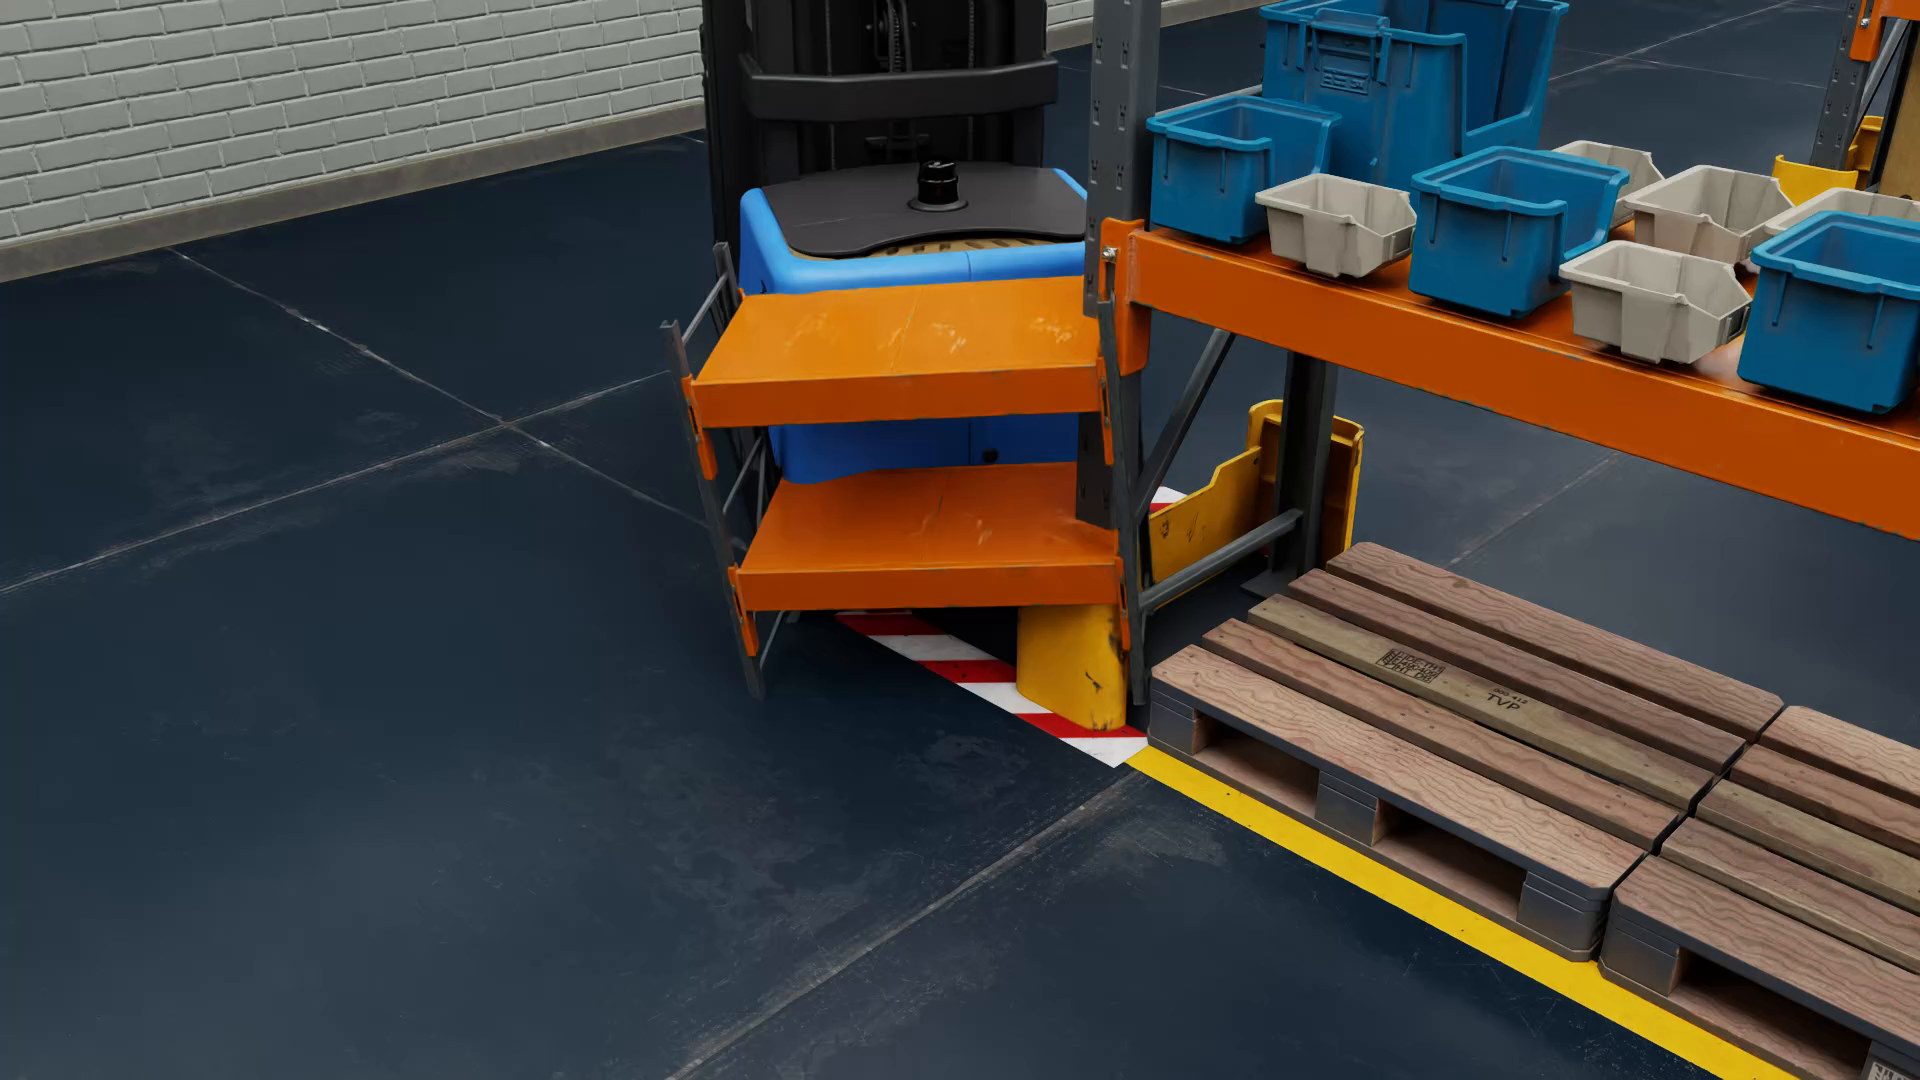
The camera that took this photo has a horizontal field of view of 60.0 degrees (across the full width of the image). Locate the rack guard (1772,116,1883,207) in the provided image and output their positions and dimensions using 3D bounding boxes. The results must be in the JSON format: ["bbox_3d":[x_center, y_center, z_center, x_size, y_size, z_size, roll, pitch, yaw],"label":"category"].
[{"bbox_3d":[4.139,-1.609,7.773,0.348,0.500,1.175,25,36,38],"label":"rack guard"}]

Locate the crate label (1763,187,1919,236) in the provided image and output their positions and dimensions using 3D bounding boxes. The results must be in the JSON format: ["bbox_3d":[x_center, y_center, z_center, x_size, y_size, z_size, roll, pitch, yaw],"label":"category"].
[{"bbox_3d":[1.804,-0.586,3.360,0.243,0.136,0.396,25,36,38],"label":"crate label"}]

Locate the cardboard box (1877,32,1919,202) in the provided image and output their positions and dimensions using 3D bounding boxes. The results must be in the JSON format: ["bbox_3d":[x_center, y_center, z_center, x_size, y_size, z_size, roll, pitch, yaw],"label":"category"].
[{"bbox_3d":[4.668,-1.771,7.226,0.875,0.875,0.875,25,36,38],"label":"cardboard box"}]

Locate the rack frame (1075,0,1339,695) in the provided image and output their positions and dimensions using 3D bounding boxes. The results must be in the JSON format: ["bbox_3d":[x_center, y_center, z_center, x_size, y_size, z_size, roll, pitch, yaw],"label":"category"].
[{"bbox_3d":[0.683,-1.064,4.050,0.127,3.000,1.000,25,36,38],"label":"rack frame"}]

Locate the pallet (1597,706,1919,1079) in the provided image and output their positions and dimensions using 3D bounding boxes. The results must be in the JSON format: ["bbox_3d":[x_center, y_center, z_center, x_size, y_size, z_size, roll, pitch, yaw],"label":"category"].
[{"bbox_3d":[2.110,0.850,3.406,1.213,0.211,1.003,25,36,38],"label":"pallet"}]

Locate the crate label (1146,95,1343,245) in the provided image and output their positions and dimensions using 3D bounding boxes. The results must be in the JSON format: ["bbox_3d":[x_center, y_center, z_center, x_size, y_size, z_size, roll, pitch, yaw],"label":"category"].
[{"bbox_3d":[0.629,-0.827,3.714,0.303,0.233,0.416,25,36,38],"label":"crate label"}]

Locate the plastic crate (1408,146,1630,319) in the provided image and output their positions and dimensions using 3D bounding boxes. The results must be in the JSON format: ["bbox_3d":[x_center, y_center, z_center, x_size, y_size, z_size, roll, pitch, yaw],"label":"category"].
[{"bbox_3d":[1.098,-0.612,3.306,0.300,0.233,0.416,25,36,38],"label":"plastic crate"}]

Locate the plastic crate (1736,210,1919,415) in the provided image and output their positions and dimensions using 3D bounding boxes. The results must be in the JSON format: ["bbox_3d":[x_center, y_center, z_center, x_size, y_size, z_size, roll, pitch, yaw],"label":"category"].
[{"bbox_3d":[1.568,-0.397,2.897,0.300,0.233,0.416,25,36,38],"label":"plastic crate"}]

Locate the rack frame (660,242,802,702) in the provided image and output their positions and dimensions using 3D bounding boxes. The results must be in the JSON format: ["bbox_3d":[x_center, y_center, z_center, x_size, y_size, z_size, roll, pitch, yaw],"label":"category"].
[{"bbox_3d":[-0.574,-0.155,4.354,0.032,1.125,0.500,-2,33,11],"label":"rack frame"}]

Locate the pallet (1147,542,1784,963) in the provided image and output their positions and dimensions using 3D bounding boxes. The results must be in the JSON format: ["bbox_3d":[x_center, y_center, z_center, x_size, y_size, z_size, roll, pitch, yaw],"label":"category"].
[{"bbox_3d":[1.244,0.452,4.163,1.213,0.211,1.003,25,36,38],"label":"pallet"}]

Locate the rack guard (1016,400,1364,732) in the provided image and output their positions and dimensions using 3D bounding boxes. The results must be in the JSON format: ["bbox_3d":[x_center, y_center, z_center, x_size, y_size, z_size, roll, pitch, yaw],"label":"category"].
[{"bbox_3d":[0.657,0.039,4.639,0.348,0.500,1.175,25,36,38],"label":"rack guard"}]

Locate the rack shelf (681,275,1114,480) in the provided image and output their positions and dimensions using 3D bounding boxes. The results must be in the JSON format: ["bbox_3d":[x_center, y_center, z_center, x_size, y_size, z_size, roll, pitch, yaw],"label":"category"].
[{"bbox_3d":[-0.112,-0.416,4.102,1.000,0.278,0.538,-2,33,11],"label":"rack shelf"}]

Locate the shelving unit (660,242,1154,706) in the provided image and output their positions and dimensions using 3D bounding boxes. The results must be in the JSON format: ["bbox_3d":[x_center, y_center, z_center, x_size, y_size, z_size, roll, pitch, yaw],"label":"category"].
[{"bbox_3d":[-0.075,-0.170,4.257,1.048,1.125,0.538,-2,33,11],"label":"shelving unit"}]

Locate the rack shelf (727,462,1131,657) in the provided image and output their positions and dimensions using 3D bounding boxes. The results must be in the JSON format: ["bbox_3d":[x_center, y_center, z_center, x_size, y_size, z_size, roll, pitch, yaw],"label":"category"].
[{"bbox_3d":[-0.044,0.035,4.386,1.000,0.278,0.538,-2,33,11],"label":"rack shelf"}]

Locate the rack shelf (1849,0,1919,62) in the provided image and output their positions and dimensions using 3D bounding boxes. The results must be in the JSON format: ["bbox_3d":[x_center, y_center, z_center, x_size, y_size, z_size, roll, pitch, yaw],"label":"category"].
[{"bbox_3d":[5.582,-1.737,6.103,4.000,0.370,1.077,25,36,38],"label":"rack shelf"}]

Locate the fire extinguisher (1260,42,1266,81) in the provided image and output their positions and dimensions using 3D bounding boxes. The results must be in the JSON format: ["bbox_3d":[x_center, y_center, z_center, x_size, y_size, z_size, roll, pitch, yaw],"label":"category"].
[{"bbox_3d":[0.894,-1.065,4.536,0.183,0.674,0.296,25,36,38],"label":"fire extinguisher"}]

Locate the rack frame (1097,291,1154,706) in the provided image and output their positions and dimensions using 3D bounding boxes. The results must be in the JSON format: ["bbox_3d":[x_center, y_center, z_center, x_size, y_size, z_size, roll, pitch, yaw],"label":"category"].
[{"bbox_3d":[0.424,-0.184,4.160,0.032,1.125,0.500,-2,33,11],"label":"rack frame"}]

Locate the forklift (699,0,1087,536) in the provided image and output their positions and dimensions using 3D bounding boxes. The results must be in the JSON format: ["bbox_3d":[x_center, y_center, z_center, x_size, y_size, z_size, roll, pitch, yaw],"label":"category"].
[{"bbox_3d":[-0.321,-1.766,5.460,1.130,2.935,3.031,-6,28,-12],"label":"forklift"}]

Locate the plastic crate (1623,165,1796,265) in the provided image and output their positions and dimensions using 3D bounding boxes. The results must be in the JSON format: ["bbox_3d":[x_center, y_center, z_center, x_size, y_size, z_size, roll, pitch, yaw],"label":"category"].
[{"bbox_3d":[1.588,-0.668,3.517,0.243,0.136,0.396,25,36,38],"label":"plastic crate"}]

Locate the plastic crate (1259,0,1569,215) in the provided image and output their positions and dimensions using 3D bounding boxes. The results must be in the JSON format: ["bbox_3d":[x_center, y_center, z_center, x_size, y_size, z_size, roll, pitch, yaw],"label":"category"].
[{"bbox_3d":[1.053,-1.059,3.938,0.499,0.435,0.616,25,36,38],"label":"plastic crate"}]

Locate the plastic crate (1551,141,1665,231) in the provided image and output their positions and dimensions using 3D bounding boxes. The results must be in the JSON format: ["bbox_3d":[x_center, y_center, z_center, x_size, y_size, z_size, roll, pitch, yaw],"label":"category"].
[{"bbox_3d":[1.392,-0.768,3.706,0.243,0.136,0.396,25,36,38],"label":"plastic crate"}]

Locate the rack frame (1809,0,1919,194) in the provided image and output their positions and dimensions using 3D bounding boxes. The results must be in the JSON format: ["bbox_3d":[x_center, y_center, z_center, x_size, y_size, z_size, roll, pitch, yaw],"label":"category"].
[{"bbox_3d":[4.156,-2.708,7.176,0.127,3.000,1.000,25,36,38],"label":"rack frame"}]

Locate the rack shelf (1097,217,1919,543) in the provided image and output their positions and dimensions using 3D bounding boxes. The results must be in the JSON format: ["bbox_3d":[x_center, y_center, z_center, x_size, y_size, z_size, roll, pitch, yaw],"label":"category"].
[{"bbox_3d":[2.110,-0.093,2.977,4.000,0.370,1.077,25,36,38],"label":"rack shelf"}]

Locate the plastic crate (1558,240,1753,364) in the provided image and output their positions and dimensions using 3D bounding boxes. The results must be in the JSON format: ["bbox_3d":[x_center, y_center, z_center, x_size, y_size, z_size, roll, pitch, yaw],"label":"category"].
[{"bbox_3d":[1.283,-0.430,3.065,0.298,0.136,0.250,25,36,38],"label":"plastic crate"}]

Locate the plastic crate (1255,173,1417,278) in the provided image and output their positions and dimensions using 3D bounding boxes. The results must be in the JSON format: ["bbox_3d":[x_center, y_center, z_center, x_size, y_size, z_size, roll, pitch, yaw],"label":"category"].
[{"bbox_3d":[0.799,-0.652,3.485,0.298,0.136,0.250,25,36,38],"label":"plastic crate"}]
